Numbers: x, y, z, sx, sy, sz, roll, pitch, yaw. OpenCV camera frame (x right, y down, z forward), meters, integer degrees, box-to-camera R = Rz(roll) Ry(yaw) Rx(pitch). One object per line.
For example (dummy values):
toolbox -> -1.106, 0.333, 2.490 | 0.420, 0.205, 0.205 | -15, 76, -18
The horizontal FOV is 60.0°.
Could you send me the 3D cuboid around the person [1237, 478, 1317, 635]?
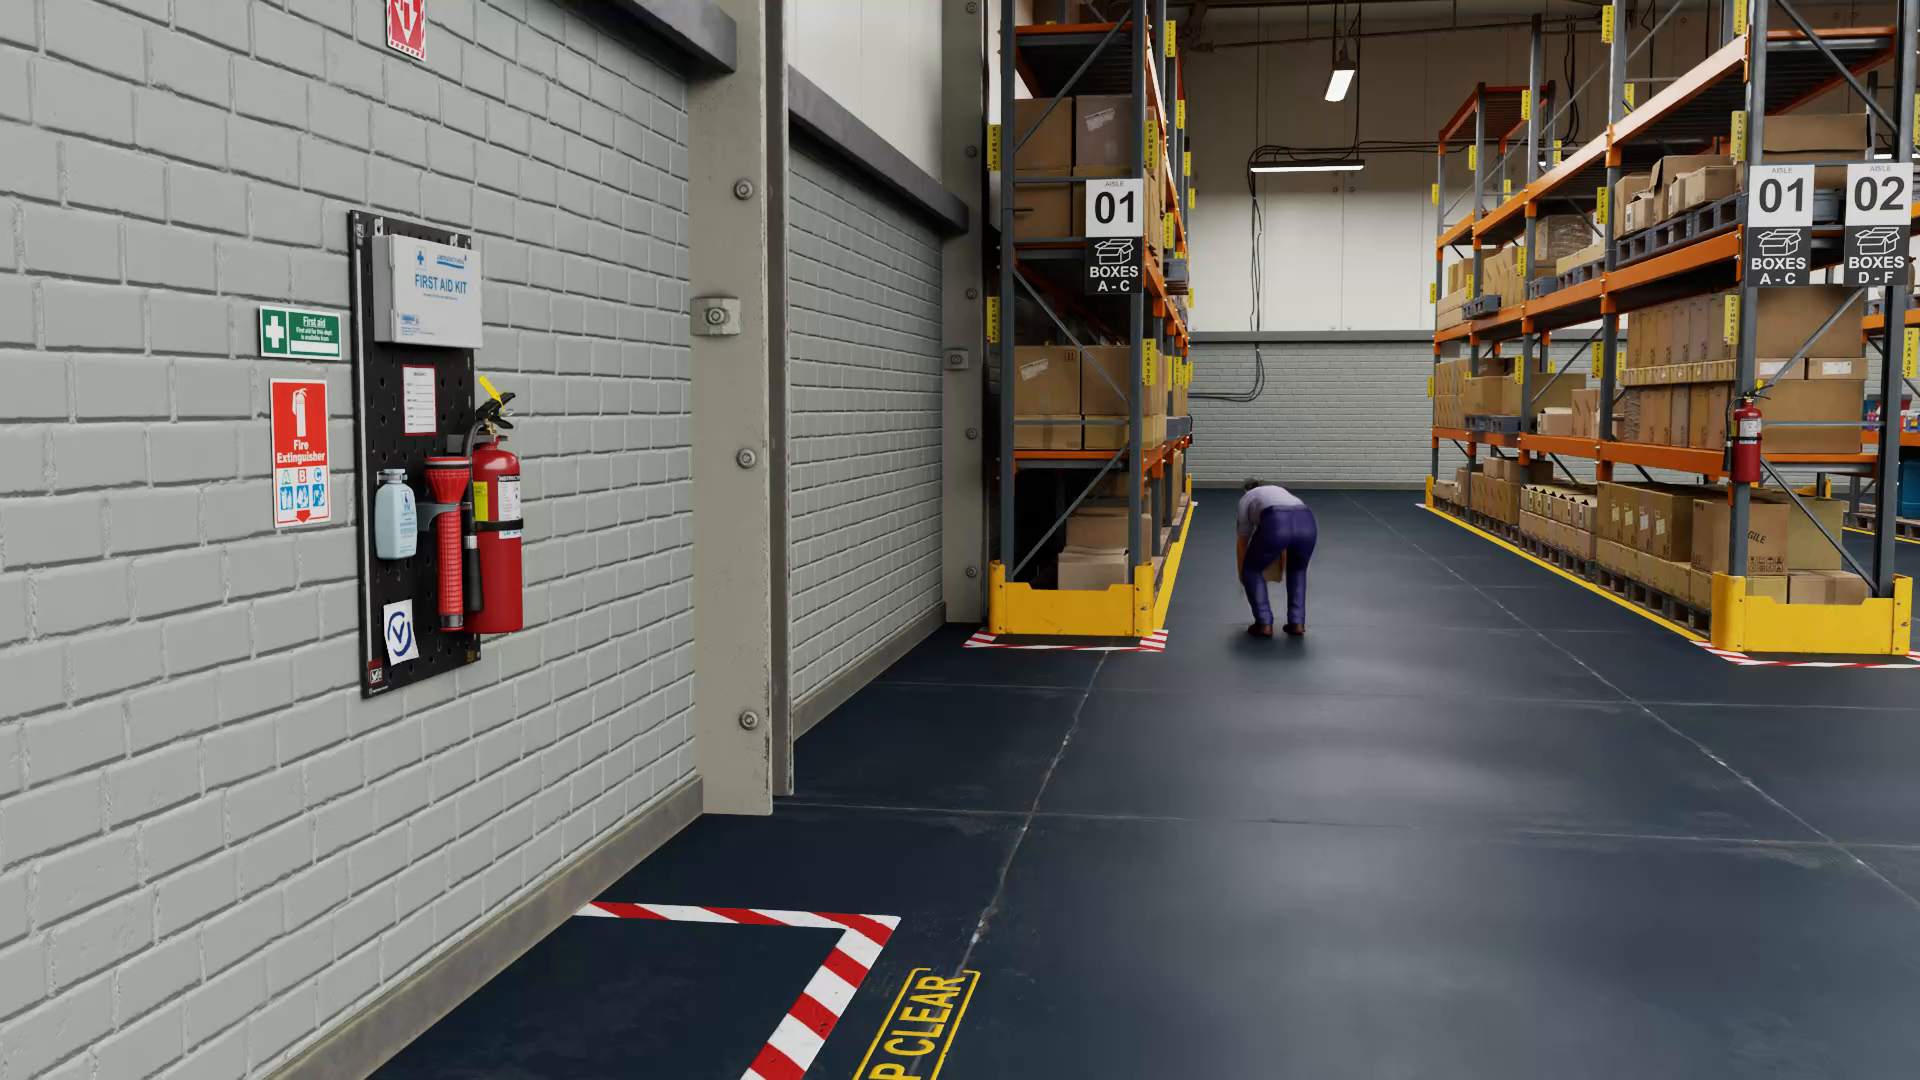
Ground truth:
person -> 2.259, 0.110, 12.059 | 0.476, 1.103, 0.824 | -1, 5, -10
